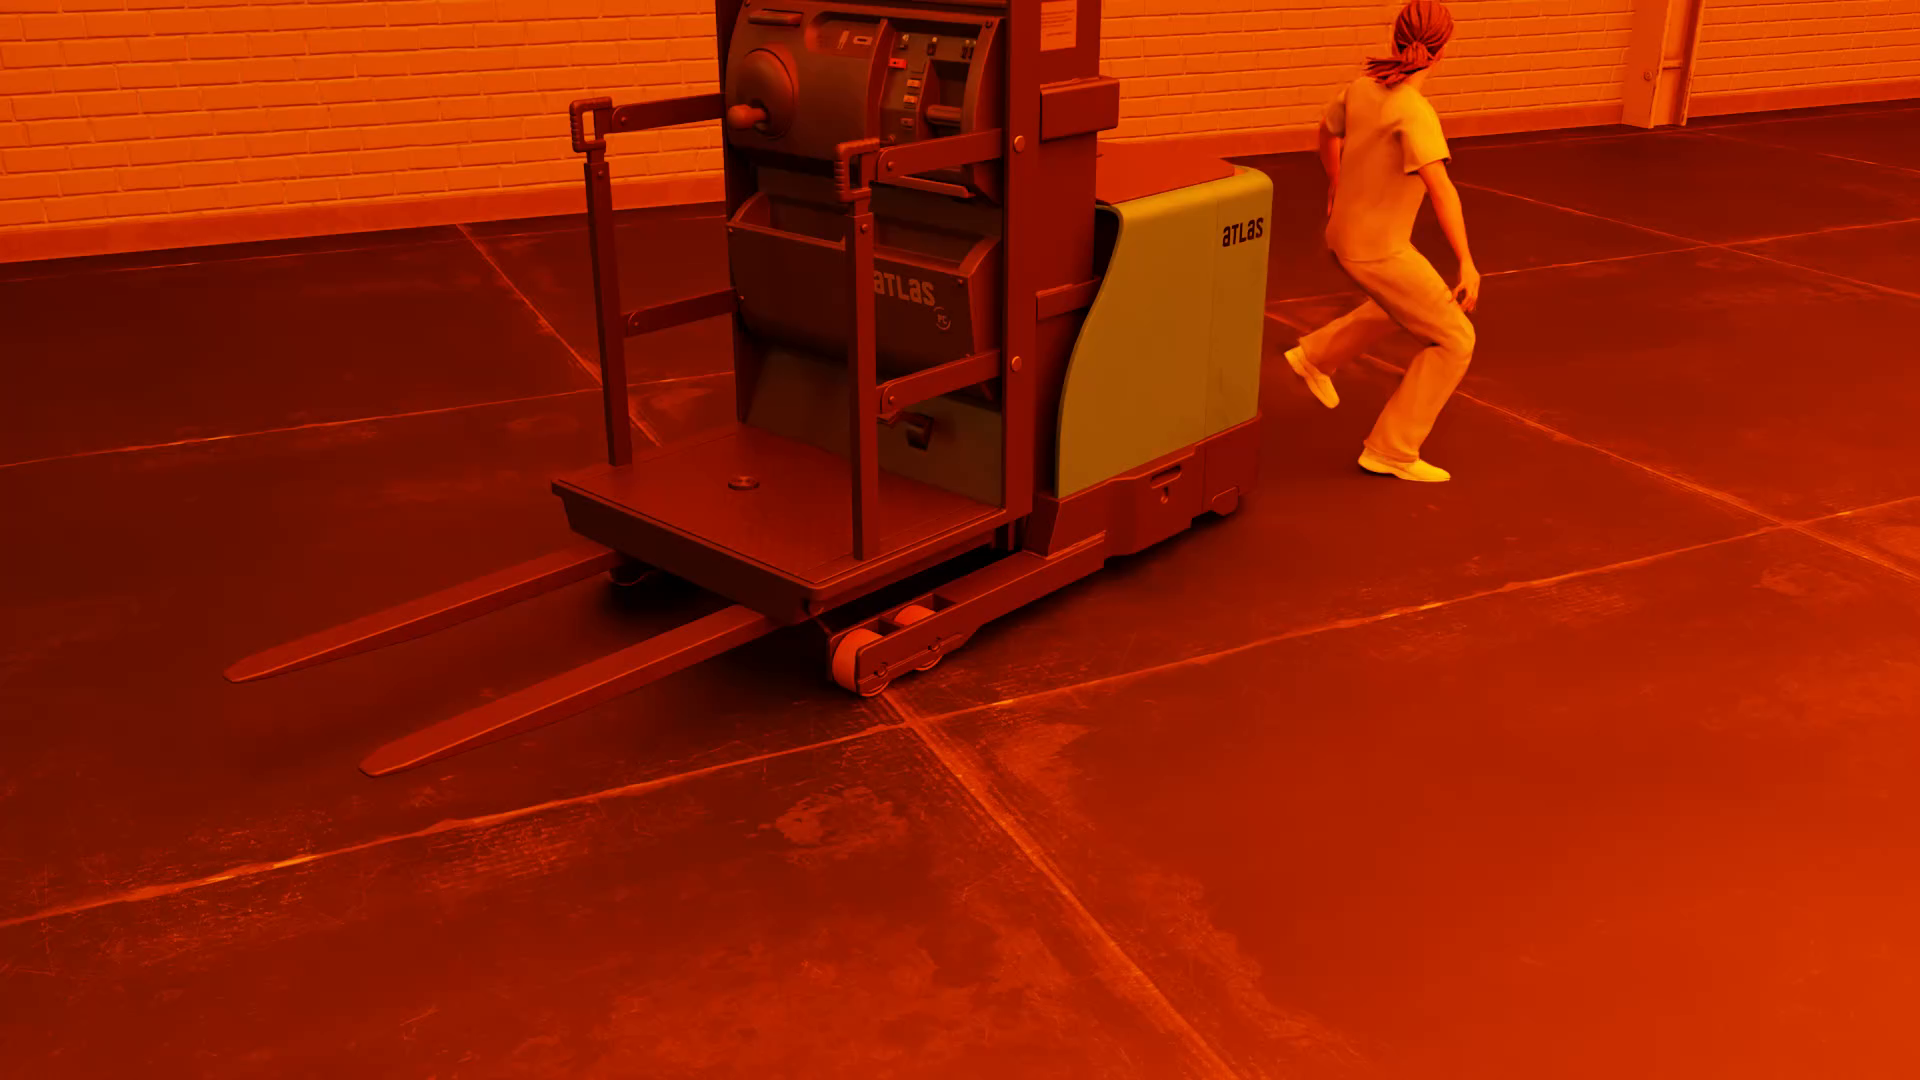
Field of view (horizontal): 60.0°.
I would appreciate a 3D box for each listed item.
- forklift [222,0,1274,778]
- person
[{"bbox_3d":[-0.413,-1.182,4.131,1.130,2.935,3.031,19,29,39],"label":"forklift"},{"bbox_3d":[1.448,-0.996,5.540,0.500,1.553,0.921,-2,23,-4],"label":"person"}]
